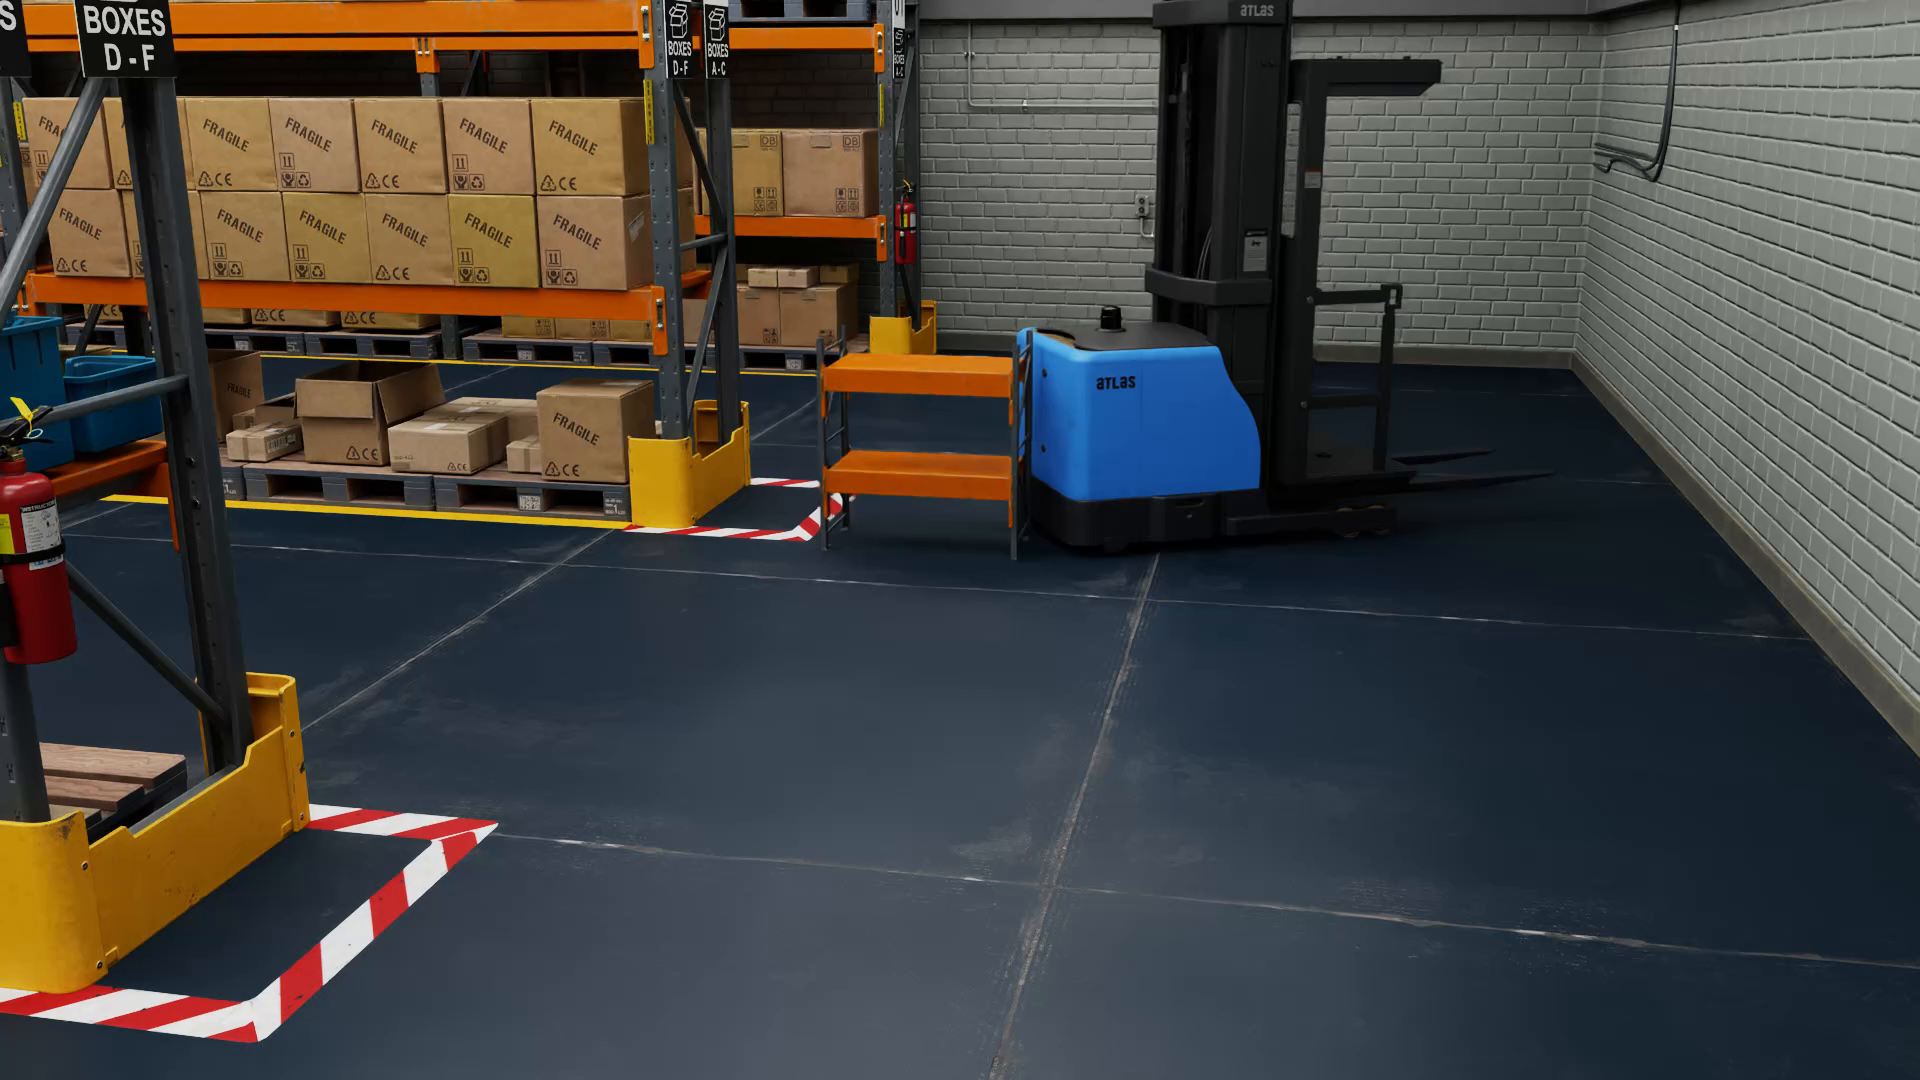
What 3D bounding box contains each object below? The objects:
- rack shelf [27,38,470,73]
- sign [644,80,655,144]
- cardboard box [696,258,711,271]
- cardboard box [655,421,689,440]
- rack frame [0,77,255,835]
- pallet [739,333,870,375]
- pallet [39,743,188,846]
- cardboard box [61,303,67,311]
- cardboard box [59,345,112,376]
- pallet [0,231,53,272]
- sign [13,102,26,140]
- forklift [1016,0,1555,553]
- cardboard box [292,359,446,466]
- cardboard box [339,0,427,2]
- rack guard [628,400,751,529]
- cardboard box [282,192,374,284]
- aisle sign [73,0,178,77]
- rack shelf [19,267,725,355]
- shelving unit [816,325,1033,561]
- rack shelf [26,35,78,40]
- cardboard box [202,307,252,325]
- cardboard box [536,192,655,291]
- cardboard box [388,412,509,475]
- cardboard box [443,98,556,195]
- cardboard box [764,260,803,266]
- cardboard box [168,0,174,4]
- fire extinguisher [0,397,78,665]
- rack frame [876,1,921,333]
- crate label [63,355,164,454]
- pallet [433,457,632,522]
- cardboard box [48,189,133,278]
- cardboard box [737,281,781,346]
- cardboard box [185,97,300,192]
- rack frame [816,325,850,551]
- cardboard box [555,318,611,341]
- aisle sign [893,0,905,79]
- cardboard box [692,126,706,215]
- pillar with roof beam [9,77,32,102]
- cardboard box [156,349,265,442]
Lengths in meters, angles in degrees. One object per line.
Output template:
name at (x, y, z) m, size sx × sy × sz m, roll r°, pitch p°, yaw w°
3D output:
rack shelf at (-6.384, -4.376, 14.898) m, size 4.000 × 0.370 × 1.077 m, roll 3°, pitch 16°, yaw 11°
sign at (-1.618, -2.228, 8.654) m, size 0.005 × 0.325 × 0.100 m, roll 3°, pitch 16°, yaw 11°
cardboard box at (-2.290, -2.392, 14.688) m, size 0.250 × 0.149 × 0.380 m, roll 3°, pitch 16°, yaw 12°
cardboard box at (-1.829, -0.612, 10.098) m, size 0.250 × 0.149 × 0.380 m, roll 3°, pitch 16°, yaw 11°
rack frame at (-2.478, -0.366, 4.694) m, size 0.127 × 3.000 × 1.000 m, roll 3°, pitch 16°, yaw 11°
pallet at (-1.303, -1.636, 14.502) m, size 1.213 × 0.211 × 1.003 m, roll 3°, pitch 16°, yaw 11°
pallet at (-3.279, 0.924, 5.261) m, size 1.213 × 0.211 × 1.003 m, roll 3°, pitch 16°, yaw 11°
cardboard box at (-9.060, -2.415, 15.950) m, size 0.500 × 0.500 × 0.700 m, roll 3°, pitch 16°, yaw 12°
cardboard box at (-5.833, -0.971, 10.737) m, size 0.500 × 0.500 × 0.500 m, roll 2°, pitch 16°, yaw 9°
pallet at (-6.169, -1.853, 10.422) m, size 1.213 × 0.211 × 1.003 m, roll 3°, pitch 16°, yaw 11°
sign at (-8.442, -3.761, 14.928) m, size 0.005 × 0.325 × 0.100 m, roll 3°, pitch 16°, yaw 11°
forklift at (1.875, -1.552, 9.104) m, size 3.031 × 2.935 × 1.130 m, roll -5°, pitch 16°, yaw -16°
cardboard box at (-3.565, -0.785, 10.058) m, size 0.637 × 0.503 × 0.797 m, roll 3°, pitch 16°, yaw 11°
cardboard box at (-3.024, -3.046, 9.031) m, size 0.500 × 0.250 × 0.500 m, roll 3°, pitch 16°, yaw 11°
rack guard at (-1.562, -0.461, 9.719) m, size 0.348 × 0.500 × 1.175 m, roll 3°, pitch 16°, yaw 11°
cardboard box at (-3.471, -1.744, 9.481) m, size 0.500 × 0.500 × 0.500 m, roll 3°, pitch 16°, yaw 10°
aisle sign at (-2.349, -1.693, 4.614) m, size 0.004 × 0.787 × 0.394 m, roll 3°, pitch 16°, yaw 11°
rack shelf at (-3.447, -1.421, 9.851) m, size 4.000 × 0.370 × 1.077 m, roll 3°, pitch 16°, yaw 11°
shelving unit at (-0.175, -0.525, 8.781) m, size 1.048 × 1.125 × 0.538 m, roll 3°, pitch 16°, yaw 10°
rack shelf at (-7.367, -3.080, 10.219) m, size 4.000 × 0.370 × 1.077 m, roll 3°, pitch 16°, yaw 11°
cardboard box at (-6.792, -2.428, 15.378) m, size 0.750 × 0.750 × 0.750 m, roll 3°, pitch 16°, yaw 11°
cardboard box at (-1.981, -1.662, 9.187) m, size 0.500 × 0.500 × 0.500 m, roll 4°, pitch 16°, yaw 13°
cardboard box at (-2.994, -0.571, 9.762) m, size 0.500 × 0.250 × 0.500 m, roll 3°, pitch 16°, yaw 11°
cardboard box at (-2.474, -2.170, 9.146) m, size 0.500 × 0.500 × 0.500 m, roll 4°, pitch 16°, yaw 13°
cardboard box at (-1.544, -2.351, 14.542) m, size 0.250 × 0.149 × 0.380 m, roll 3°, pitch 16°, yaw 11°
cardboard box at (-4.491, -3.129, 9.332) m, size 0.500 × 0.250 × 0.500 m, roll 3°, pitch 16°, yaw 11°
fire extinguisher at (-2.421, -0.022, 4.296) m, size 0.183 × 0.674 × 0.296 m, roll 3°, pitch 16°, yaw 11°
rack frame at (-0.504, -2.958, 14.050) m, size 0.127 × 3.000 × 1.000 m, roll 3°, pitch 16°, yaw 11°
crate label at (-2.655, -0.413, 5.067) m, size 0.303 × 0.233 × 0.416 m, roll 3°, pitch 16°, yaw 11°
pallet at (-2.343, -0.364, 9.910) m, size 1.213 × 0.211 × 1.003 m, roll 3°, pitch 16°, yaw 11°
cardboard box at (-4.962, -1.824, 9.771) m, size 0.500 × 0.500 × 0.500 m, roll 4°, pitch 16°, yaw 13°
cardboard box at (-1.700, -1.993, 14.464) m, size 0.500 × 0.500 × 0.700 m, roll 3°, pitch 16°, yaw 11°
cardboard box at (-3.992, -2.251, 9.438) m, size 0.500 × 0.500 × 0.500 m, roll 3°, pitch 16°, yaw 9°
rack frame at (-0.674, -0.551, 8.873) m, size 0.032 × 1.125 × 0.500 m, roll 3°, pitch 16°, yaw 10°
cardboard box at (-3.220, -2.074, 14.756) m, size 0.500 × 0.500 × 0.700 m, roll 3°, pitch 16°, yaw 11°
aisle sign at (-0.493, -4.128, 13.406) m, size 0.004 × 0.787 × 0.394 m, roll 3°, pitch 16°, yaw 11°
cardboard box at (-2.466, -3.205, 14.383) m, size 0.700 × 0.700 × 0.980 m, roll 2°, pitch 16°, yaw 8°
pillar with roof beam at (-10.303, -5.444, 11.787) m, size 0.400 × 9.000 × 9.100 m, roll 3°, pitch 16°, yaw 11°
cardboard box at (-4.792, -0.926, 10.573) m, size 0.500 × 0.500 × 0.500 m, roll 3°, pitch 16°, yaw 11°
